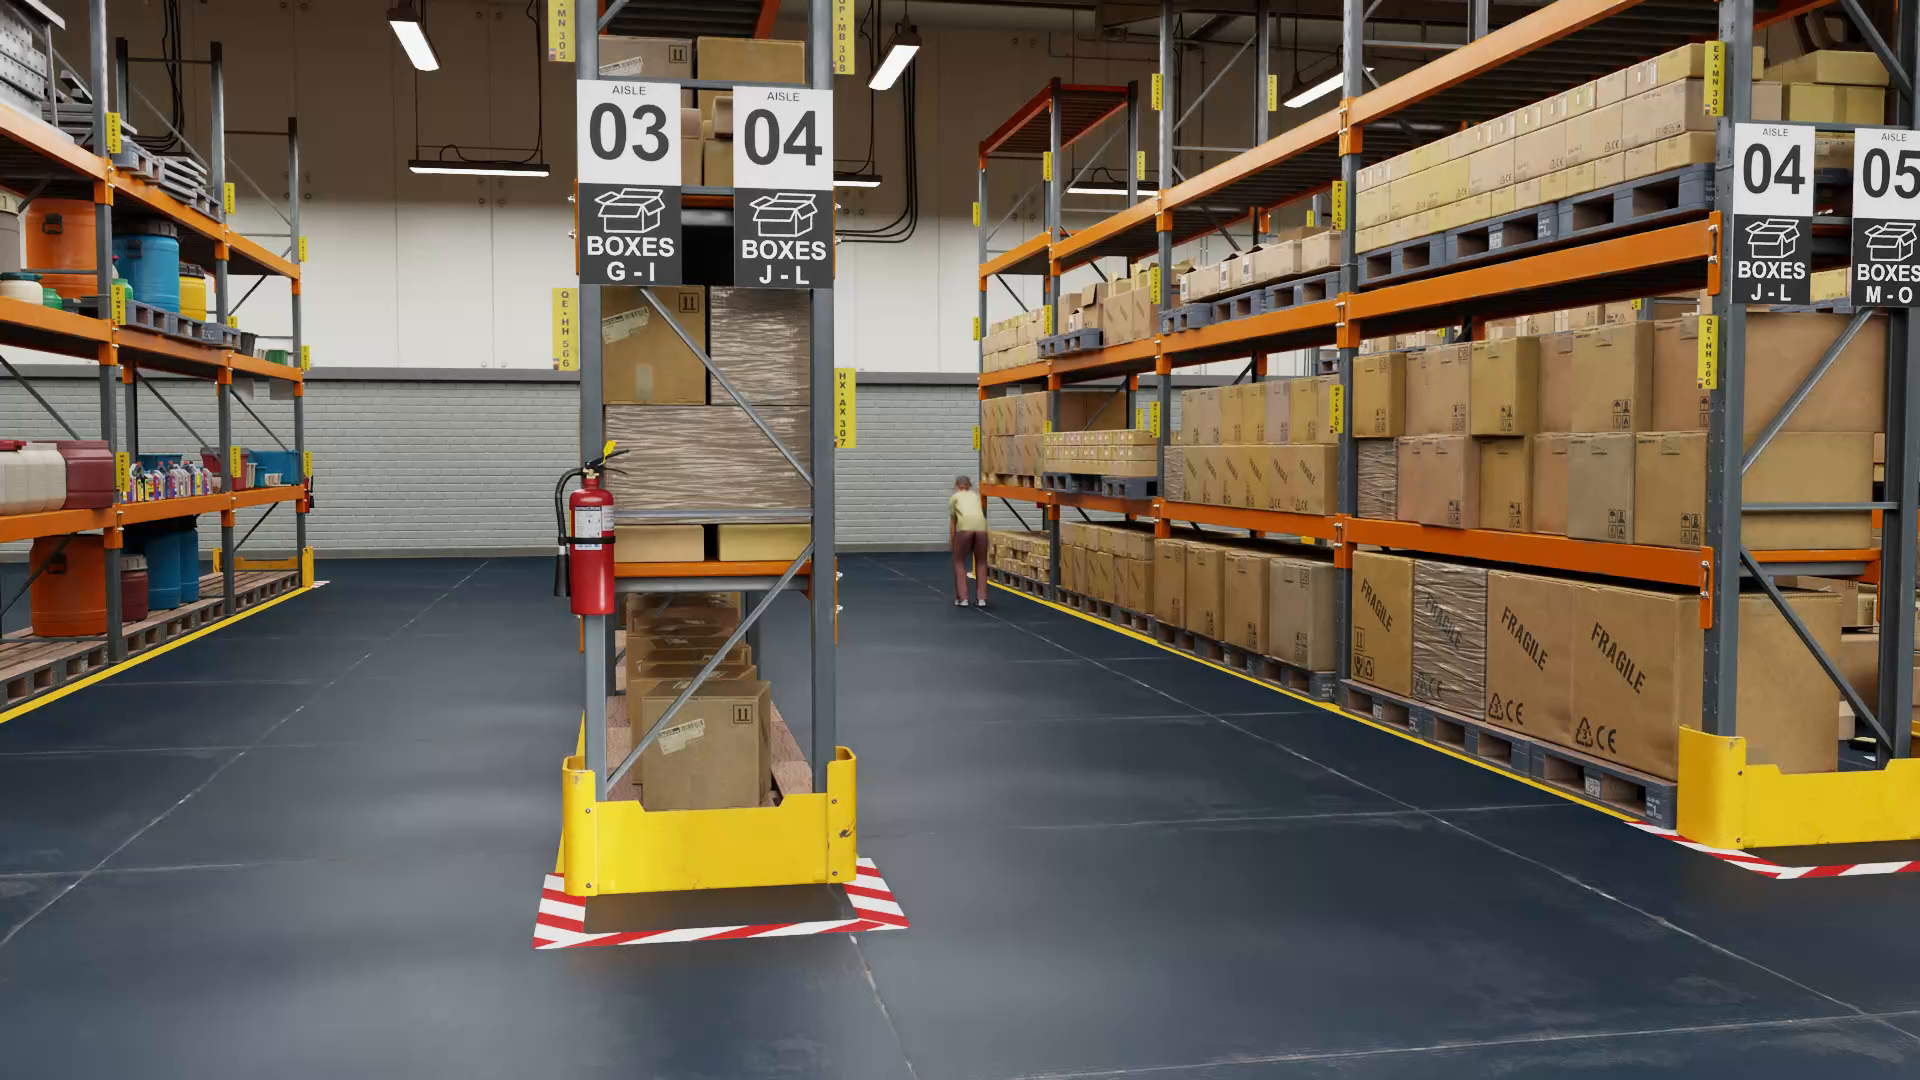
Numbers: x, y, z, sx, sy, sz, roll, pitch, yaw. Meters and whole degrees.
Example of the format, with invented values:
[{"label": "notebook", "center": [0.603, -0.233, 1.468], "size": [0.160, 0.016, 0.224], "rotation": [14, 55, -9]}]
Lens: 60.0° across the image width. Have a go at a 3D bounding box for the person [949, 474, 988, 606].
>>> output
[{"label": "person", "center": [0.088, -0.002, 18.951], "size": [0.414, 1.490, 0.684], "rotation": [-1, 3, -13]}]
